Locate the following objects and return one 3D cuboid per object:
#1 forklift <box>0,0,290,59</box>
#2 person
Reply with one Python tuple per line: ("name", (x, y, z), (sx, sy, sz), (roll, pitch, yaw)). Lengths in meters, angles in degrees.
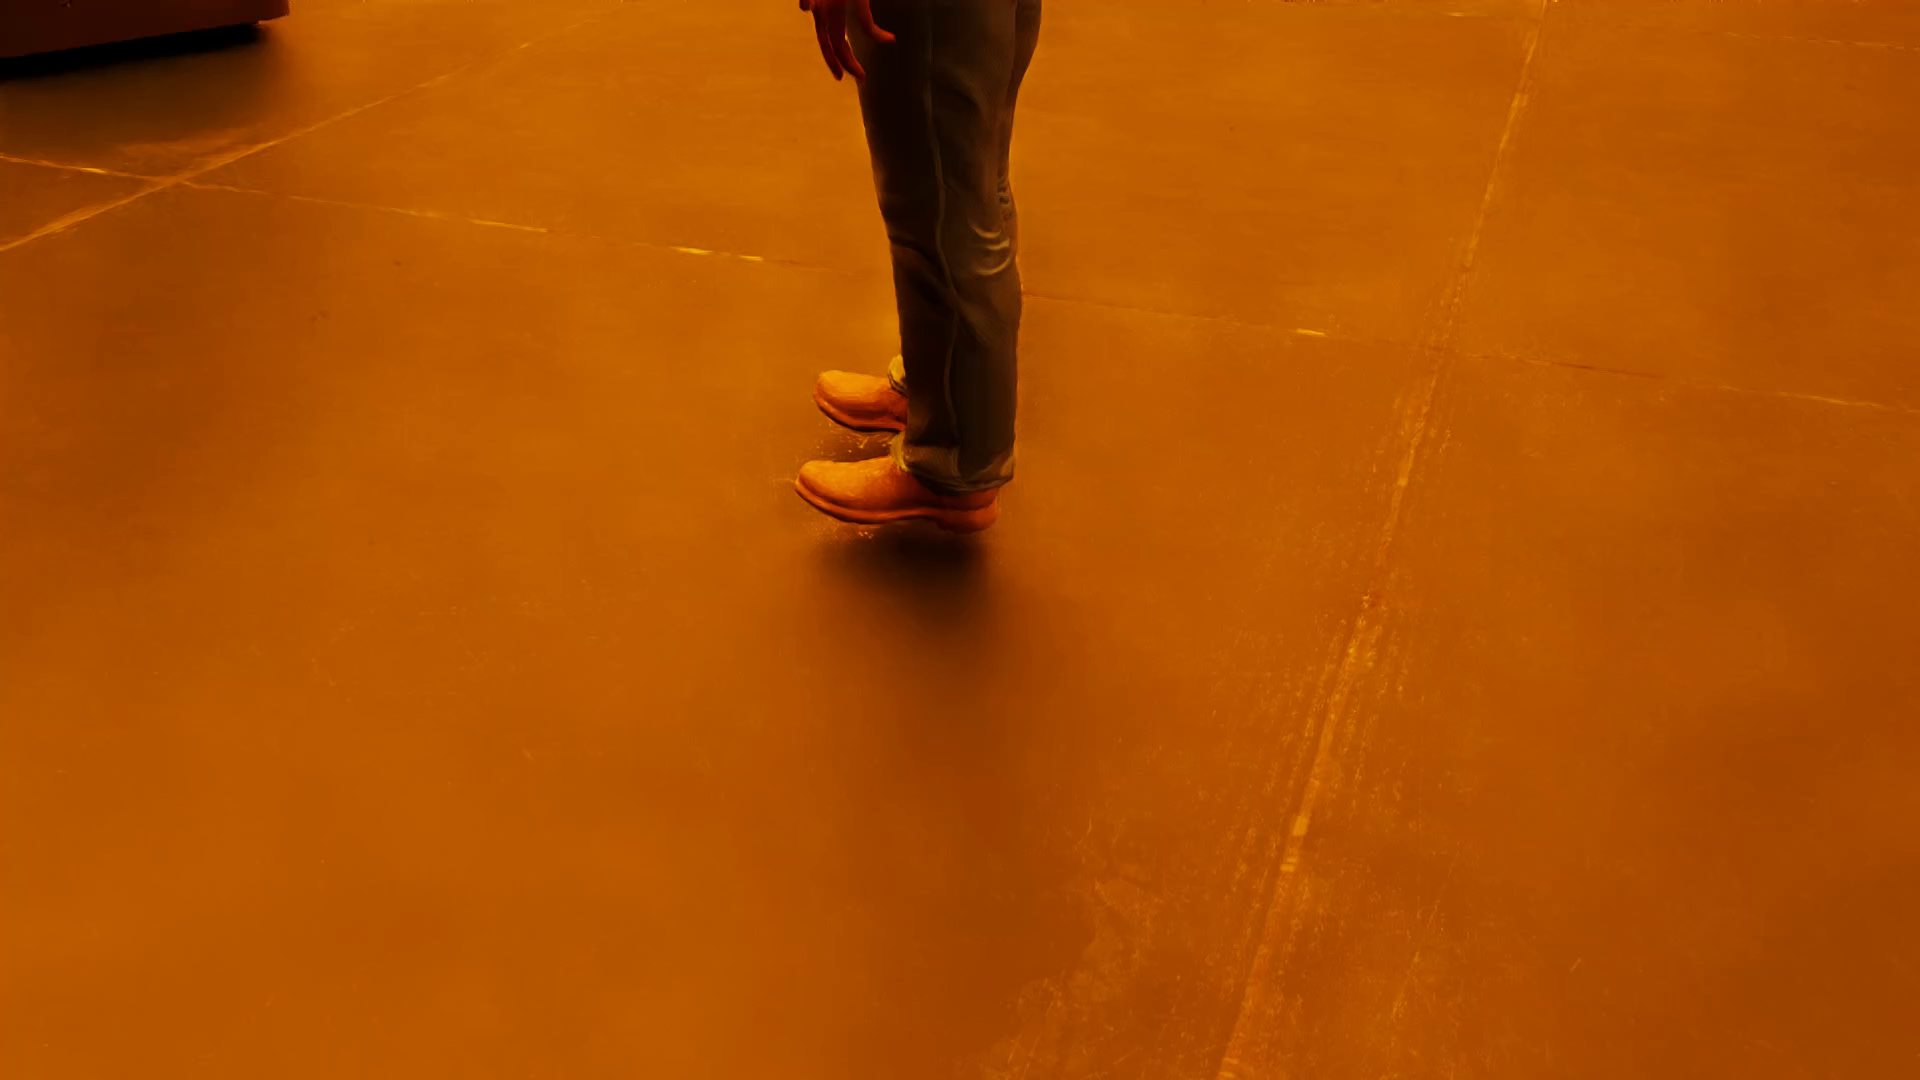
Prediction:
("forklift", (-3.499, -3.282, 5.319), (1.130, 2.935, 3.031), (-23, 37, -35))
("person", (-0.063, -0.821, 2.068), (0.576, 1.761, 0.665), (10, 31, 18))
